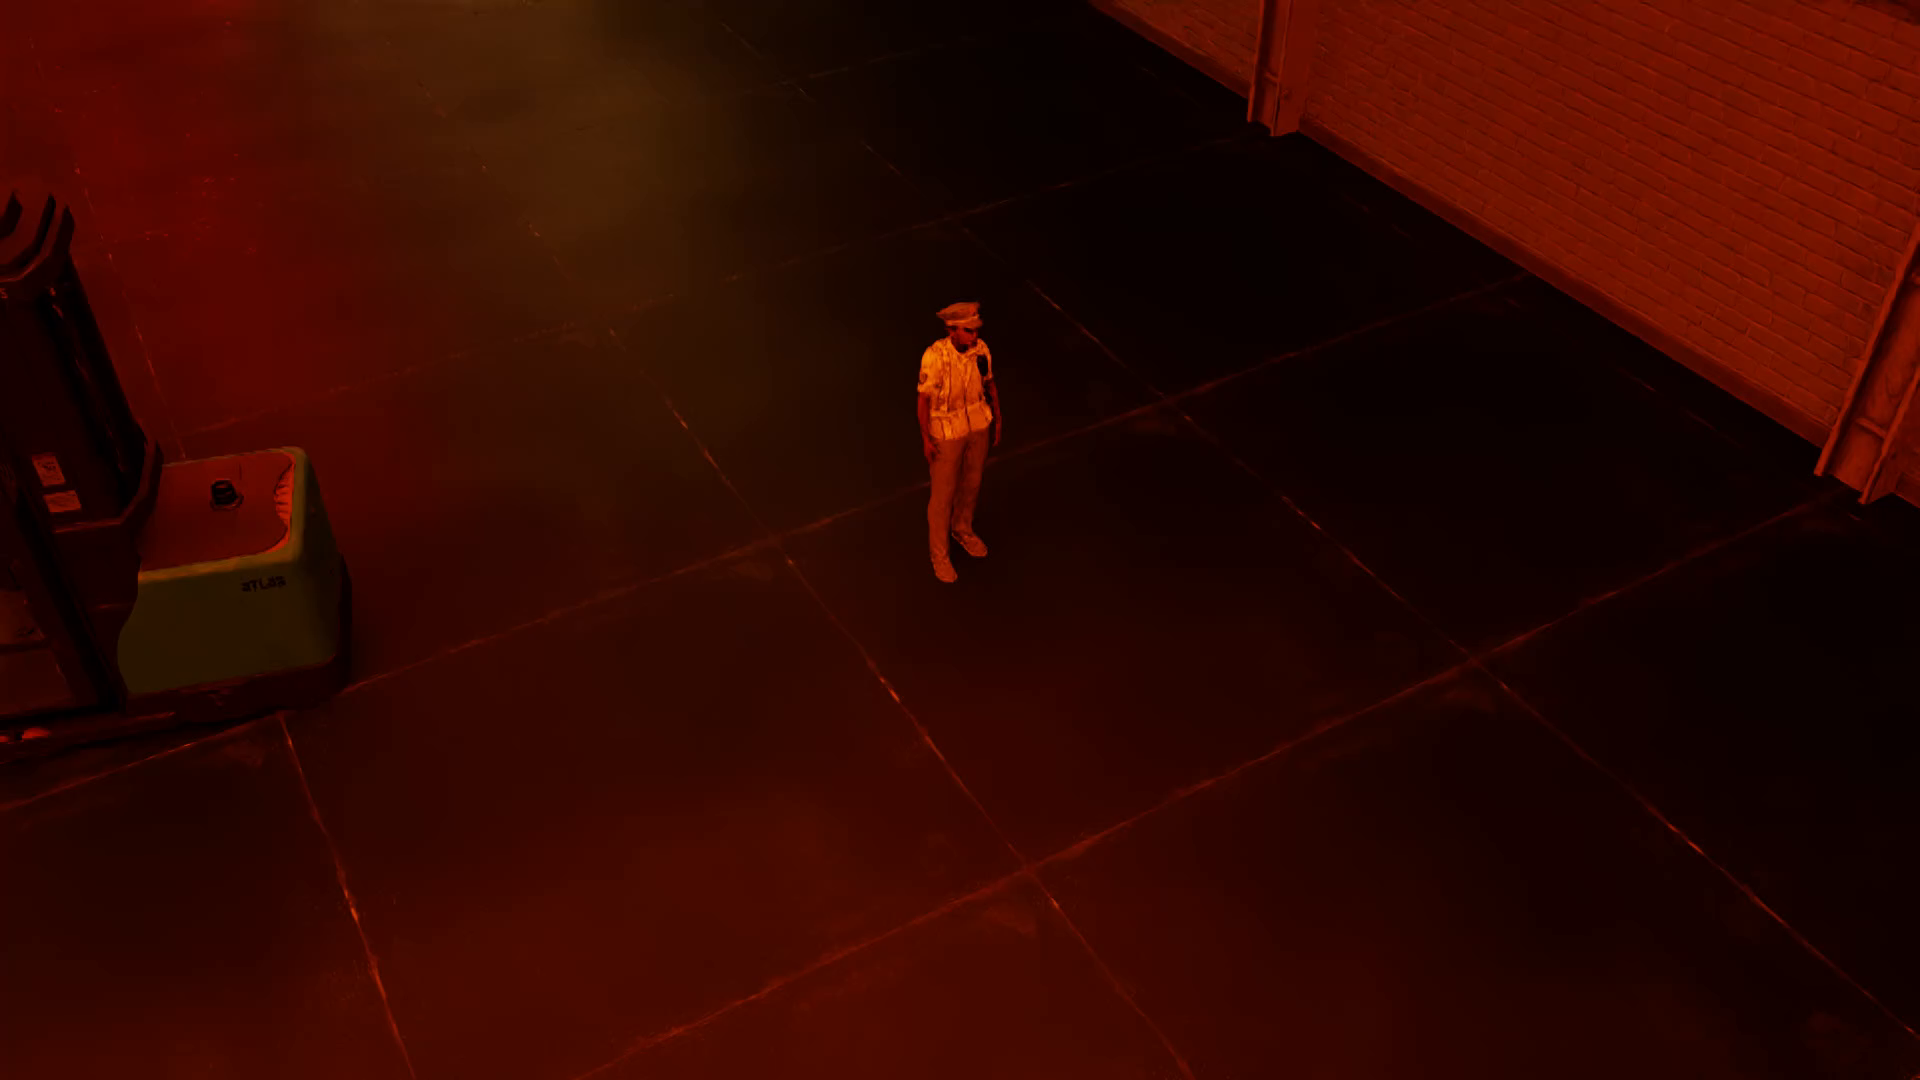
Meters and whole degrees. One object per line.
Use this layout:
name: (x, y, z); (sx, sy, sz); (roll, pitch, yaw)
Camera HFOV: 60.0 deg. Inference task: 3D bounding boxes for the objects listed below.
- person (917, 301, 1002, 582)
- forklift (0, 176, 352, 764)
person: (0.021, -0.610, 9.728); (0.570, 1.695, 0.527); (-20, 44, -23)
forklift: (-4.983, -0.306, 8.405); (3.031, 2.935, 1.130); (-9, 41, -11)
